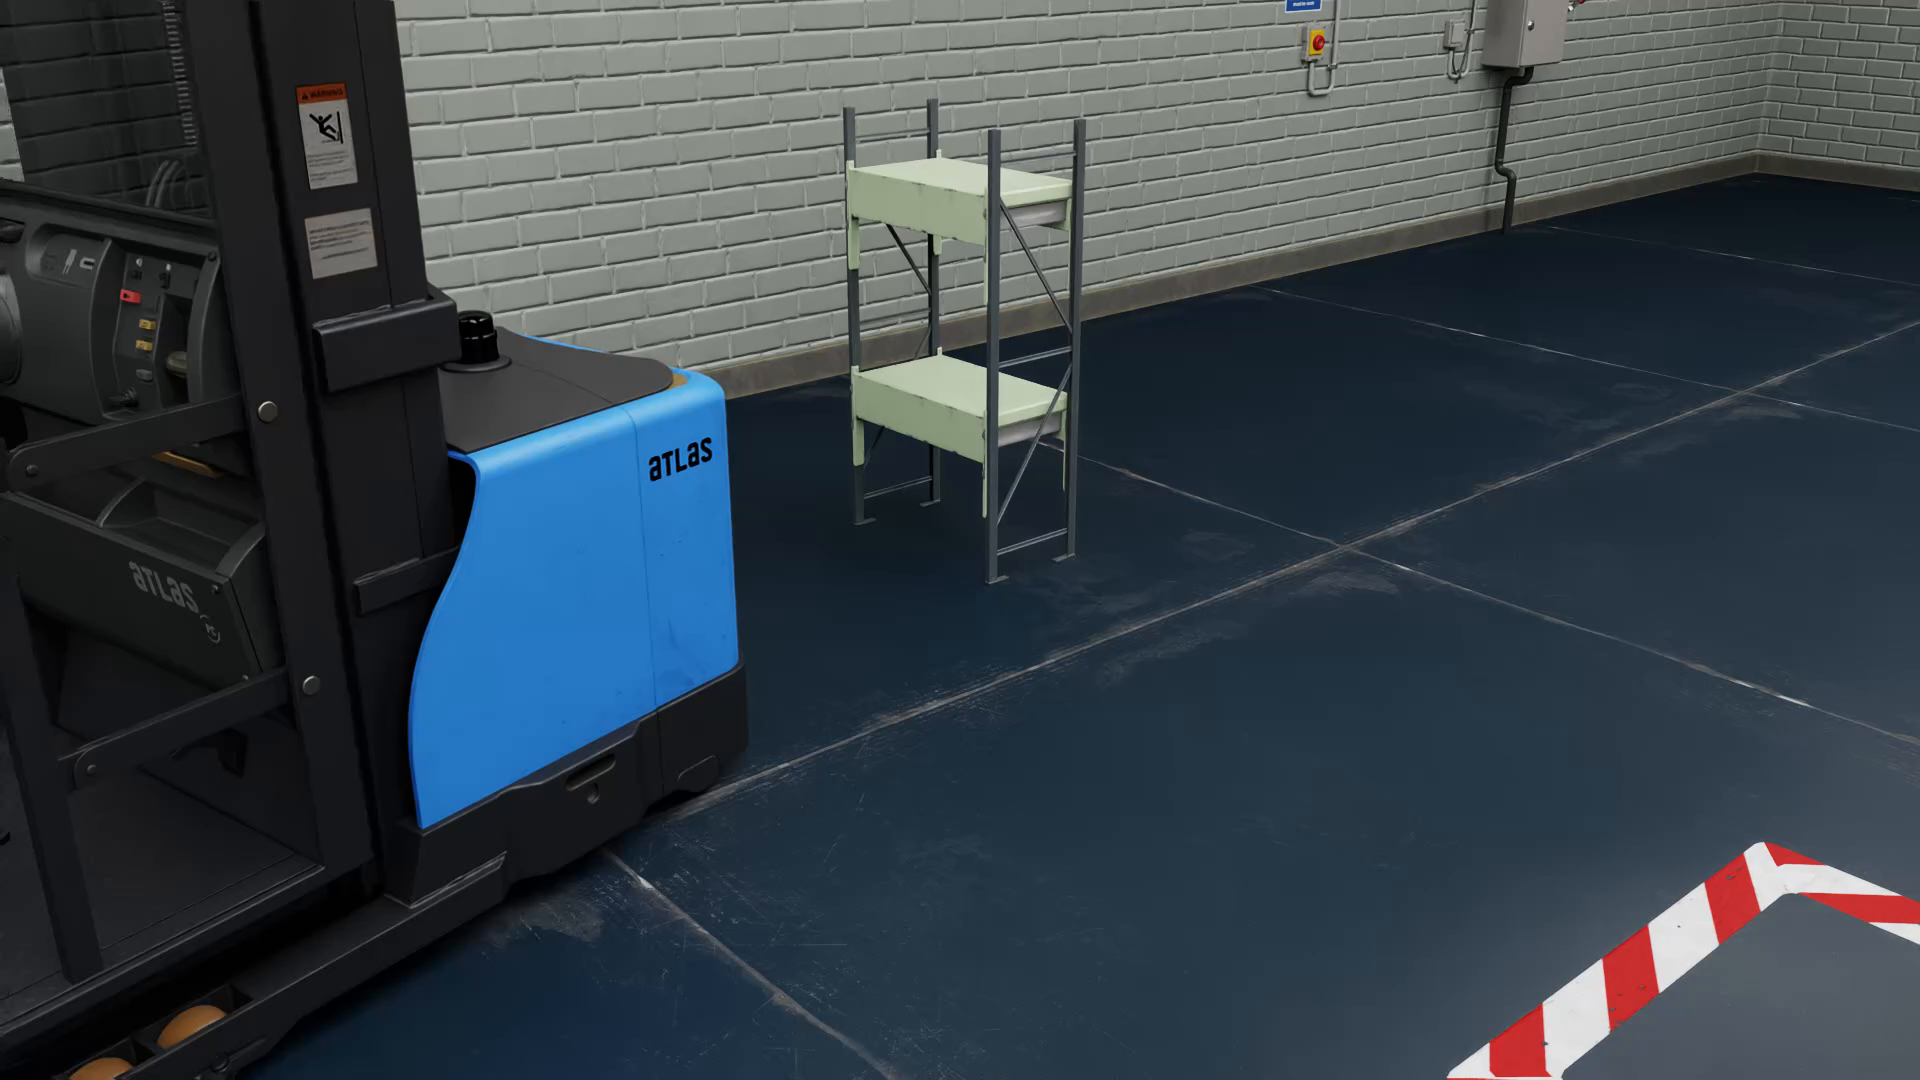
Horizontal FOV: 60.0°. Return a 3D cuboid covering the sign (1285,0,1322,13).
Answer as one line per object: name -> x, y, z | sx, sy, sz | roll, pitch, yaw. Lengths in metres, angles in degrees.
sign -> 1.967, -3.130, 9.493 | 0.327, 0.218, 0.001 | -17, 27, -37

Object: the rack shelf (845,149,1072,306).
rack shelf -> 0.004, -1.060, 5.563 | 0.431, 0.370, 0.720 | -17, 27, -37

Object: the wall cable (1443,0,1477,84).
wall cable -> 3.111, -3.813, 10.213 | 0.588, 1.984, 0.122 | -17, 27, -37

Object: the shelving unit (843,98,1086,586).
shelving unit -> 0.004, -0.697, 5.706 | 0.431, 1.500, 0.755 | -17, 27, -37

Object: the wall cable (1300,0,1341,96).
wall cable -> 2.044, -3.487, 9.337 | 0.585, 1.953, 0.123 | -17, 27, -37

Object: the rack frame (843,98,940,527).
rack frame -> -0.235, -0.798, 5.964 | 0.400, 1.500, 0.023 | -17, 27, -37

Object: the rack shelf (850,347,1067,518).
rack shelf -> 0.004, -0.393, 5.825 | 0.431, 0.370, 0.720 | -17, 27, -37

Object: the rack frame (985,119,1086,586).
rack frame -> 0.243, -0.595, 5.448 | 0.400, 1.500, 0.023 | -17, 27, -37

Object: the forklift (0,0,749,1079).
forklift -> -1.827, -0.430, 3.063 | 1.130, 2.935, 3.031 | 15, 26, 33

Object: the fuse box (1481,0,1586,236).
fuse box -> 3.731, -2.859, 10.937 | 0.539, 1.711, 0.414 | -17, 27, -37
